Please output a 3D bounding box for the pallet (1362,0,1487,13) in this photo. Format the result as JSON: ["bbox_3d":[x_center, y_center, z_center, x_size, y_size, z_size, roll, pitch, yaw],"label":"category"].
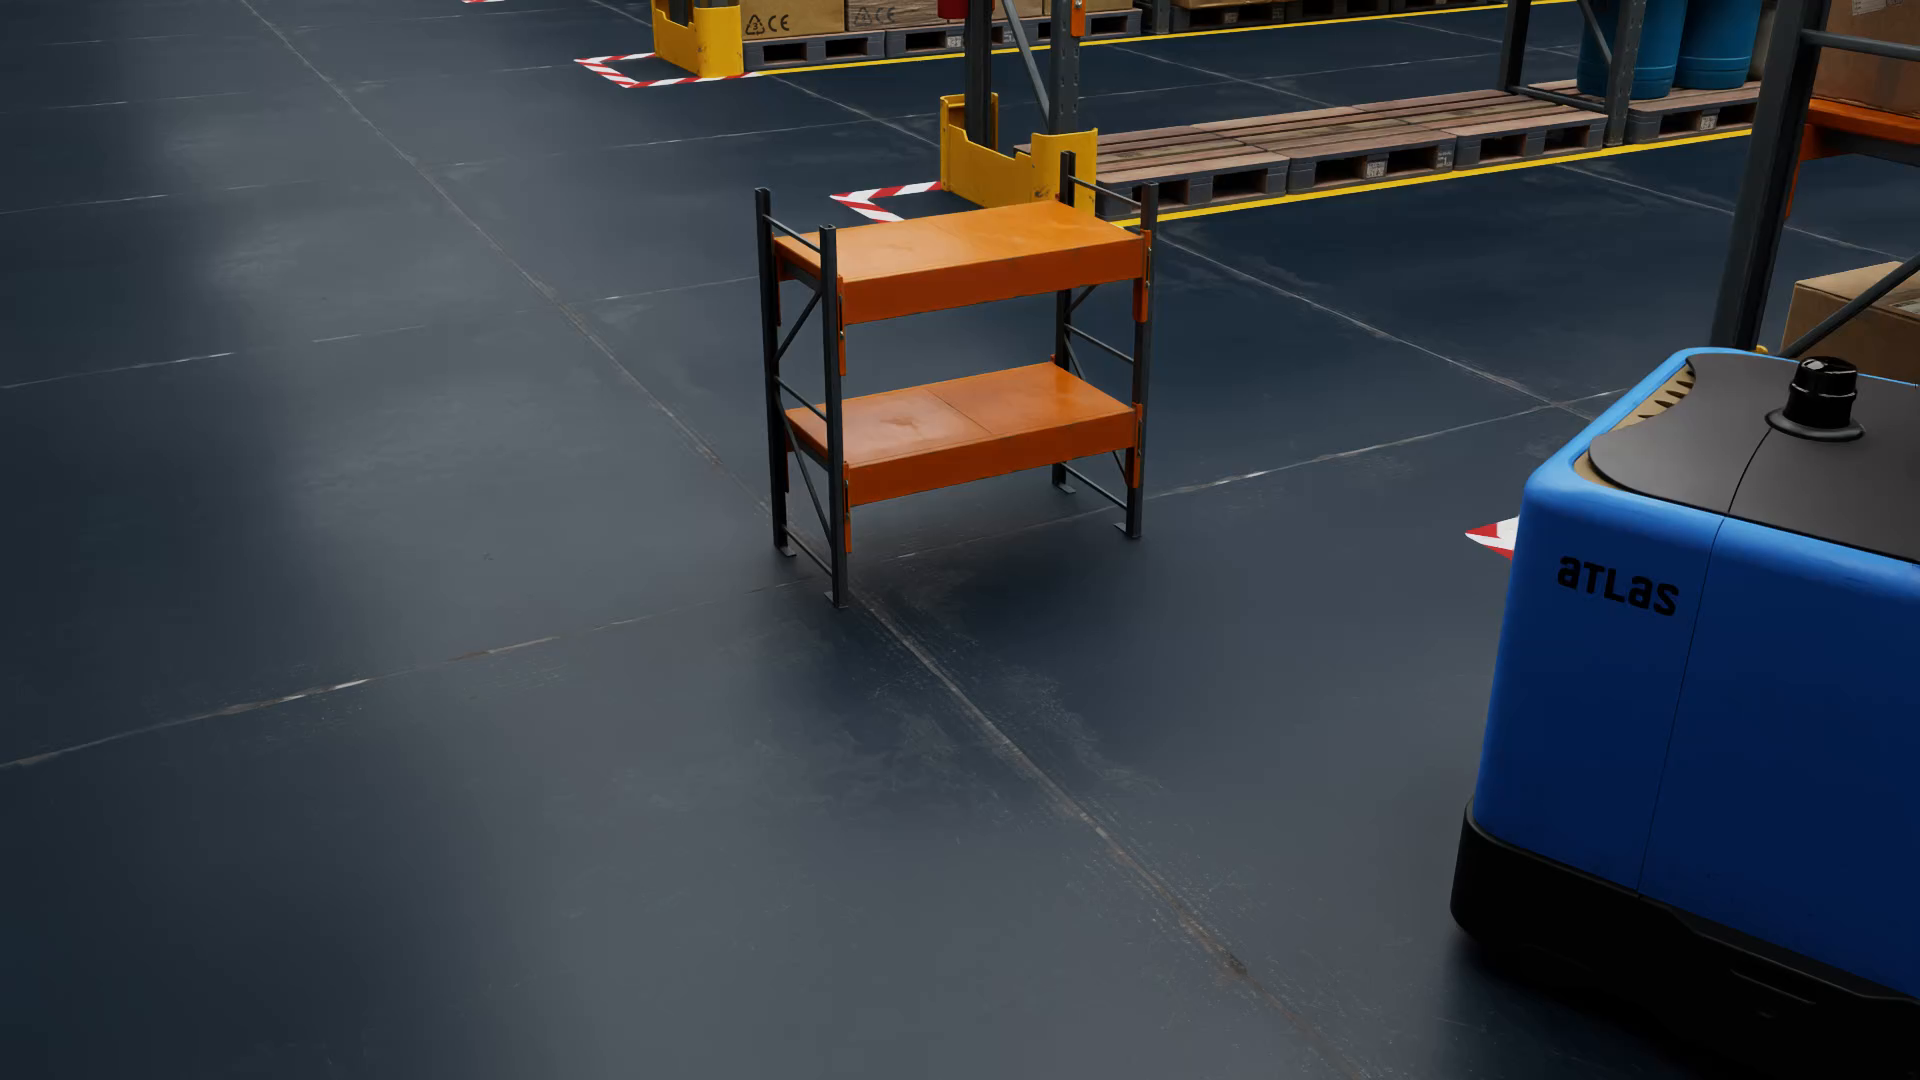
[{"bbox_3d":[4.308,-5.305,16.056,1.213,0.211,1.003,-13,29,-25],"label":"pallet"}]

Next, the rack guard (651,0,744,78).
[{"bbox_3d":[-2.041,-3.933,12.864,0.348,0.500,1.175,-13,29,-25],"label":"rack guard"}]

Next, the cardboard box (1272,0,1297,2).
[{"bbox_3d":[2.853,-5.431,15.067,0.875,0.875,1.225,-14,29,-27],"label":"cardboard box"}]

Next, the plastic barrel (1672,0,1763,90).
[{"bbox_3d":[4.953,-3.480,10.972,0.708,0.901,0.600,-13,29,-25],"label":"plastic barrel"}]

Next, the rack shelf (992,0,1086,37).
[{"bbox_3d":[2.075,-3.256,9.398,4.000,0.370,1.077,-13,29,-25],"label":"rack shelf"}]

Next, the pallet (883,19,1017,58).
[{"bbox_3d":[-0.276,-4.247,13.853,1.213,0.211,1.003,-13,29,-25],"label":"pallet"}]

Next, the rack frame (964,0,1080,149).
[{"bbox_3d":[0.310,-3.173,8.394,0.127,3.000,1.000,-13,29,-25],"label":"rack frame"}]

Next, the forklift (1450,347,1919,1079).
[{"bbox_3d":[2.496,-0.243,2.370,3.031,2.935,1.130,19,31,34],"label":"forklift"}]

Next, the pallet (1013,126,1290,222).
[{"bbox_3d":[1.056,-2.069,9.316,1.213,0.211,1.003,-13,29,-25],"label":"pallet"}]

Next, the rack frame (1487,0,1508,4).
[{"bbox_3d":[5.039,-6.694,15.727,0.127,3.000,1.000,-13,29,-25],"label":"rack frame"}]

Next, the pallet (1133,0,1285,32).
[{"bbox_3d":[2.155,-4.808,15.021,1.213,0.211,1.003,-13,29,-25],"label":"pallet"}]

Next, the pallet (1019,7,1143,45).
[{"bbox_3d":[0.801,-4.498,14.374,1.213,0.211,1.003,-13,29,-25],"label":"pallet"}]

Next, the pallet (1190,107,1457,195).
[{"bbox_3d":[2.131,-2.316,9.830,1.213,0.211,1.003,-13,29,-25],"label":"pallet"}]

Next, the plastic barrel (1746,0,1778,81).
[{"bbox_3d":[5.493,-3.385,11.224,0.421,0.512,0.421,0,26,0],"label":"plastic barrel"}]

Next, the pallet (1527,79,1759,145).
[{"bbox_3d":[4.540,-2.872,10.988,1.213,0.211,1.003,-13,29,-25],"label":"pallet"}]

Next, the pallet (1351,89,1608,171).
[{"bbox_3d":[3.209,-2.566,10.351,1.213,0.211,1.003,-13,29,-25],"label":"pallet"}]

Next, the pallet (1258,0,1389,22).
[{"bbox_3d":[3.232,-5.059,15.542,1.213,0.211,1.003,-13,29,-25],"label":"pallet"}]

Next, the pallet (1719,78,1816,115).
[{"bbox_3d":[5.618,-3.122,11.509,1.213,0.211,1.003,-13,29,-25],"label":"pallet"}]

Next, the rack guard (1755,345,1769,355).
[{"bbox_3d":[2.705,-0.169,5.025,0.348,0.500,1.175,-13,29,-25],"label":"rack guard"}]

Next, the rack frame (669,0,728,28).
[{"bbox_3d":[-2.020,-5.065,12.334,0.127,3.000,1.000,-13,29,-25],"label":"rack frame"}]

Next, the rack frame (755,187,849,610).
[{"bbox_3d":[-0.455,-0.402,4.788,0.032,1.125,0.500,-13,29,-25],"label":"rack frame"}]

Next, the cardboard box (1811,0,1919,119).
[{"bbox_3d":[2.905,-1.521,4.837,0.500,0.500,0.500,-12,28,-24],"label":"cardboard box"}]

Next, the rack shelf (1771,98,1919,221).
[{"bbox_3d":[4.403,-1.364,5.456,4.000,0.370,1.077,-13,29,-25],"label":"rack shelf"}]

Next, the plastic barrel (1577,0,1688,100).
[{"bbox_3d":[4.328,-3.336,10.671,0.708,0.901,0.600,-13,29,-25],"label":"plastic barrel"}]

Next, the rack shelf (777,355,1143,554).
[{"bbox_3d":[-0.006,-0.285,5.110,1.000,0.278,0.538,-13,29,-25],"label":"rack shelf"}]

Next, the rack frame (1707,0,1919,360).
[{"bbox_3d":[2.638,-1.281,4.452,0.127,3.000,1.000,-13,29,-25],"label":"rack frame"}]

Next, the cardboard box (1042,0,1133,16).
[{"bbox_3d":[0.889,-5.007,14.183,0.875,0.875,0.875,-13,29,-25],"label":"cardboard box"}]

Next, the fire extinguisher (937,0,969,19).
[{"bbox_3d":[-0.037,-3.113,8.789,0.183,0.674,0.296,-13,29,-25],"label":"fire extinguisher"}]

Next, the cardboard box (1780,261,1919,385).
[{"bbox_3d":[3.002,-0.557,5.325,0.500,0.500,0.500,-13,29,-25],"label":"cardboard box"}]

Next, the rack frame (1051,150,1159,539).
[{"bbox_3d":[0.443,-0.609,5.219,0.032,1.125,0.500,-13,29,-25],"label":"rack frame"}]

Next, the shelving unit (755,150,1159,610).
[{"bbox_3d":[-0.006,-0.506,5.004,1.048,1.125,0.538,-13,29,-25],"label":"shelving unit"}]

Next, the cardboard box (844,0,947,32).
[{"bbox_3d":[-0.690,-4.643,13.424,0.875,0.875,0.875,-13,29,-25],"label":"cardboard box"}]

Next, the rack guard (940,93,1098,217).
[{"bbox_3d":[0.295,-2.037,8.914,0.348,0.500,1.175,-13,29,-25],"label":"rack guard"}]

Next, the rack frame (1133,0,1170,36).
[{"bbox_3d":[1.509,-5.880,14.030,0.127,3.000,1.000,-13,29,-25],"label":"rack frame"}]

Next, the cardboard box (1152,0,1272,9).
[{"bbox_3d":[2.065,-5.249,14.687,0.875,0.875,1.225,-13,29,-25],"label":"cardboard box"}]

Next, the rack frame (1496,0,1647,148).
[{"bbox_3d":[3.840,-3.988,10.091,0.127,3.000,1.000,-13,29,-25],"label":"rack frame"}]

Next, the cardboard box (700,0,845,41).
[{"bbox_3d":[-1.493,-4.457,13.038,0.875,0.875,0.875,-13,29,-25],"label":"cardboard box"}]

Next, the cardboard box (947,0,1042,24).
[{"bbox_3d":[0.095,-4.824,13.801,0.875,0.875,0.875,-13,29,-25],"label":"cardboard box"}]

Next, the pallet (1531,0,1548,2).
[{"bbox_3d":[5.729,-5.596,16.661,1.213,0.211,1.003,-13,29,-25],"label":"pallet"}]

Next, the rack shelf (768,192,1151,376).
[{"bbox_3d":[-0.006,-0.770,4.877,1.000,0.278,0.538,-13,29,-25],"label":"rack shelf"}]

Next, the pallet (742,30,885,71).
[{"bbox_3d":[-1.352,-4.001,13.339,1.213,0.211,1.003,-13,29,-25],"label":"pallet"}]
